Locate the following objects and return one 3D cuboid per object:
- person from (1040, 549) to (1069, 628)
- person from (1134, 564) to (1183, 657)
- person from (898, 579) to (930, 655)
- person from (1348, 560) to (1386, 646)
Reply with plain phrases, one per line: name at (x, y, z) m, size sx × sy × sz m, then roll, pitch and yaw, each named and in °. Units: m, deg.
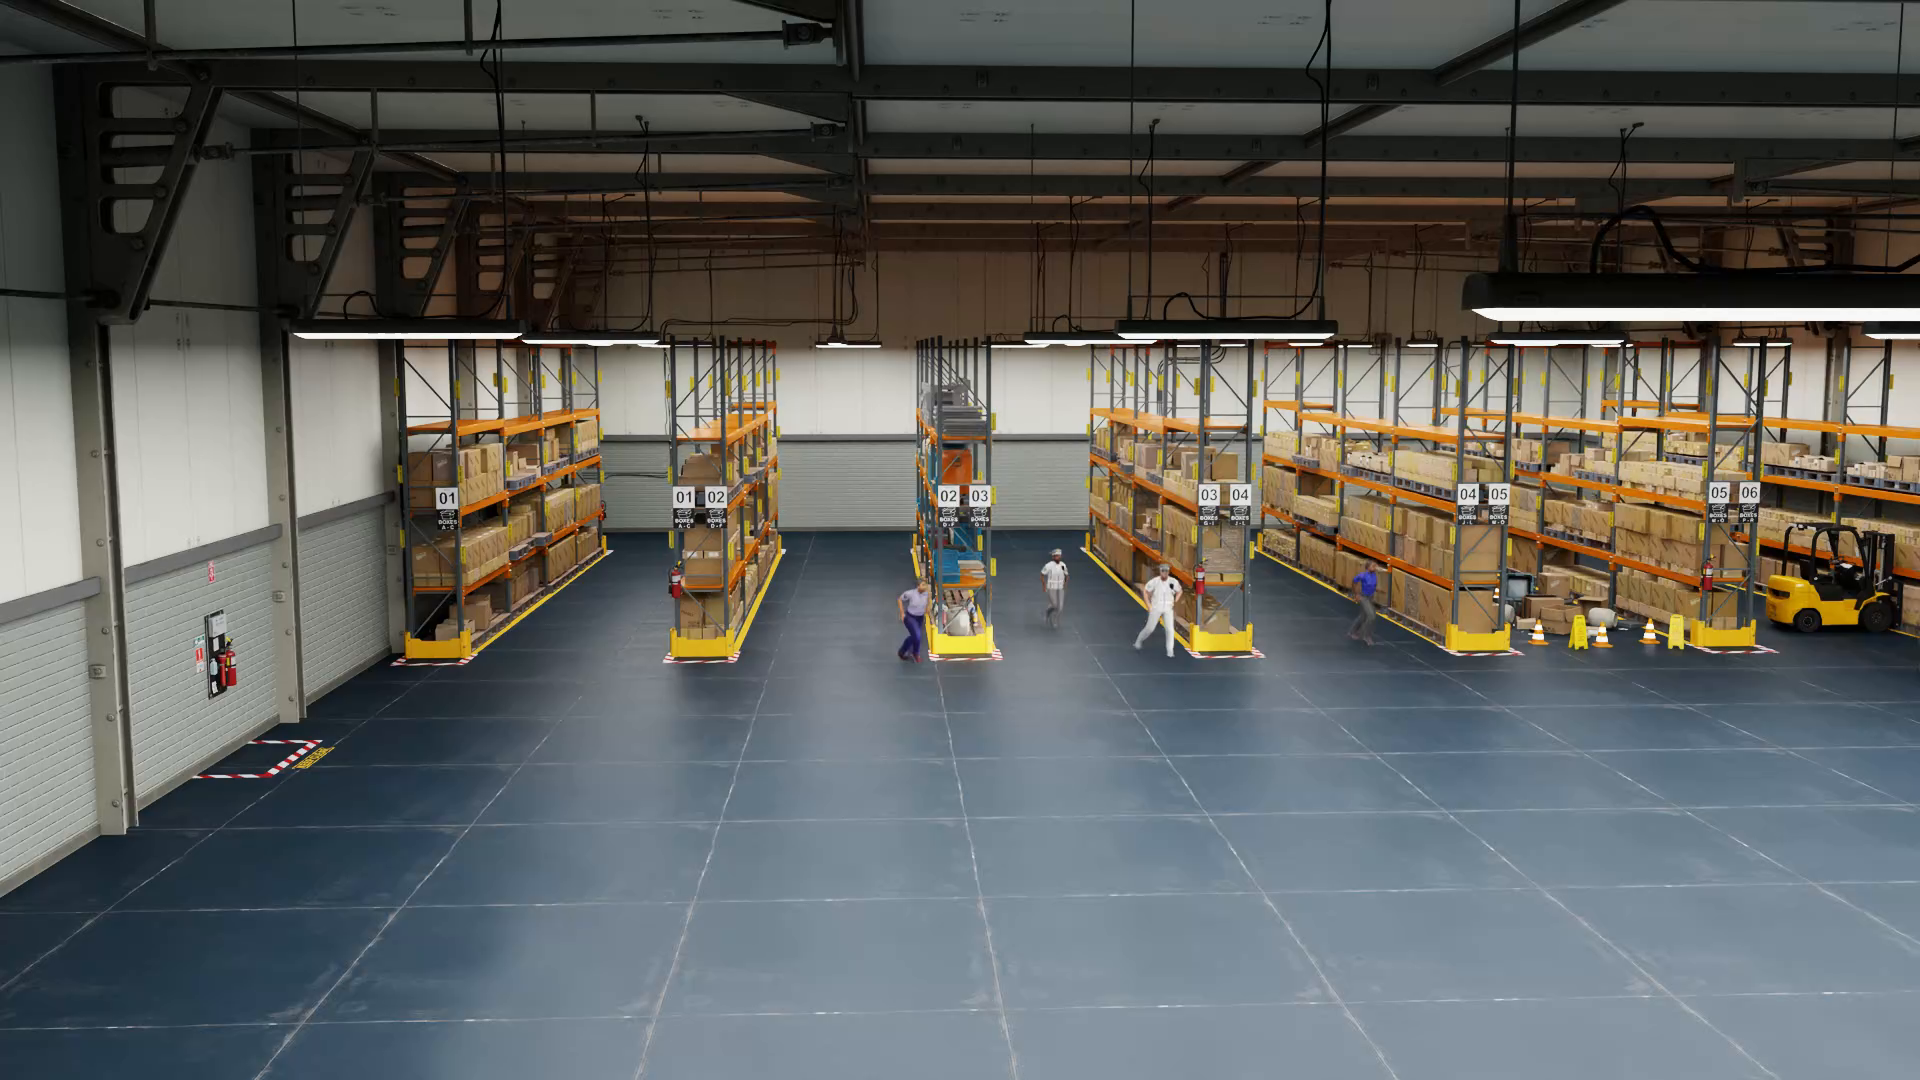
person at (1.998, 1.005, 34.389) m, size 0.583 × 1.654 × 0.560 m, roll -2°, pitch 7°, yaw -18°
person at (3.780, 1.318, 31.492) m, size 0.884 × 1.789 × 0.697 m, roll 0°, pitch 7°, yaw -4°
person at (-0.858, 1.423, 30.710) m, size 0.614 × 1.477 × 0.784 m, roll -6°, pitch 9°, yaw -40°
person at (7.954, 1.233, 32.607) m, size 0.507 × 1.706 × 0.846 m, roll -6°, pitch 9°, yaw -43°
